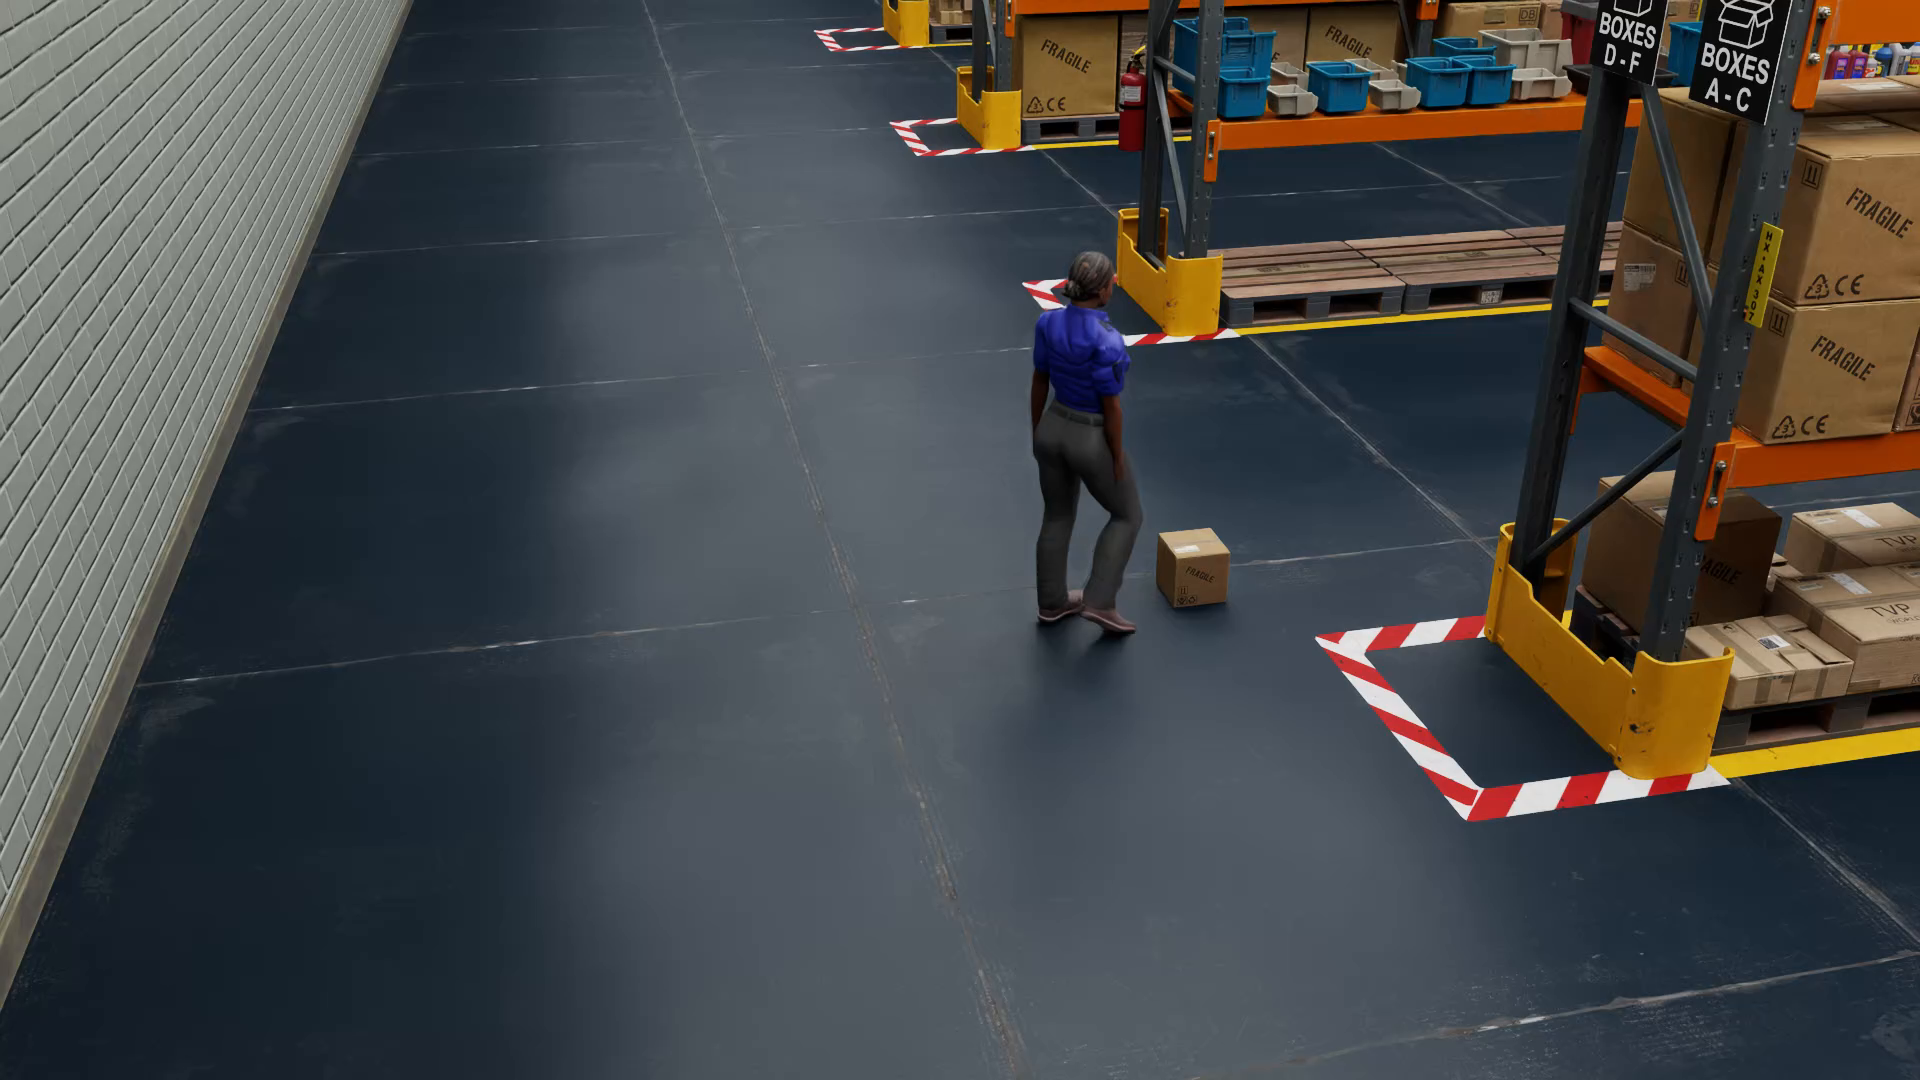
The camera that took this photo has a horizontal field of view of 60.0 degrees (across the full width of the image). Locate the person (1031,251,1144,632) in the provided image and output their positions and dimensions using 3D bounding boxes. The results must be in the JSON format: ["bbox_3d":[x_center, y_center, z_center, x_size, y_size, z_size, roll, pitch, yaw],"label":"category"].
[{"bbox_3d":[0.528,-0.385,6.907,0.513,1.700,0.374,22,34,36],"label":"person"}]
